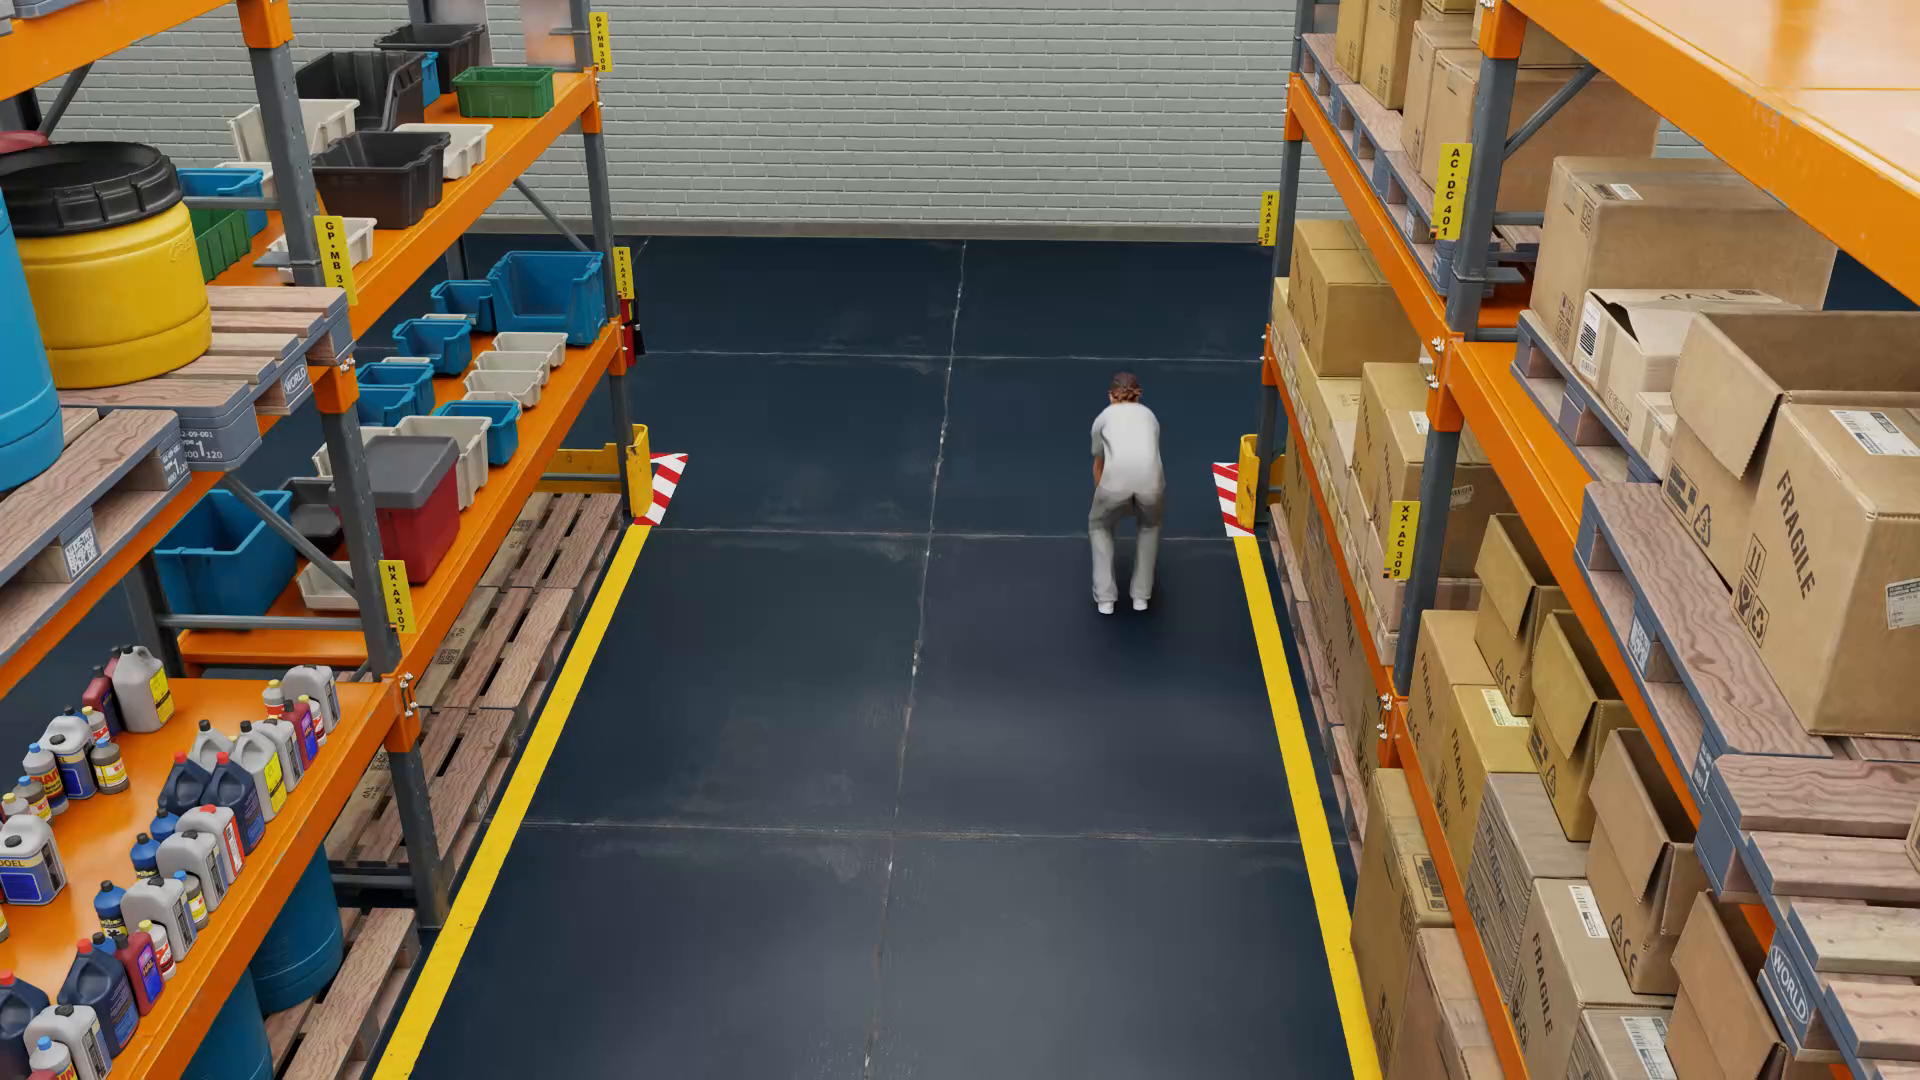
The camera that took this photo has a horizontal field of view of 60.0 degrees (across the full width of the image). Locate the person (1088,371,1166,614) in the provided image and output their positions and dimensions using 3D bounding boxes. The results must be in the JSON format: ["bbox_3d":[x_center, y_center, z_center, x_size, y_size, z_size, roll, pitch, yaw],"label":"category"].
[{"bbox_3d":[0.952,-0.266,9.581,0.423,1.246,0.828,0,28,0],"label":"person"}]
